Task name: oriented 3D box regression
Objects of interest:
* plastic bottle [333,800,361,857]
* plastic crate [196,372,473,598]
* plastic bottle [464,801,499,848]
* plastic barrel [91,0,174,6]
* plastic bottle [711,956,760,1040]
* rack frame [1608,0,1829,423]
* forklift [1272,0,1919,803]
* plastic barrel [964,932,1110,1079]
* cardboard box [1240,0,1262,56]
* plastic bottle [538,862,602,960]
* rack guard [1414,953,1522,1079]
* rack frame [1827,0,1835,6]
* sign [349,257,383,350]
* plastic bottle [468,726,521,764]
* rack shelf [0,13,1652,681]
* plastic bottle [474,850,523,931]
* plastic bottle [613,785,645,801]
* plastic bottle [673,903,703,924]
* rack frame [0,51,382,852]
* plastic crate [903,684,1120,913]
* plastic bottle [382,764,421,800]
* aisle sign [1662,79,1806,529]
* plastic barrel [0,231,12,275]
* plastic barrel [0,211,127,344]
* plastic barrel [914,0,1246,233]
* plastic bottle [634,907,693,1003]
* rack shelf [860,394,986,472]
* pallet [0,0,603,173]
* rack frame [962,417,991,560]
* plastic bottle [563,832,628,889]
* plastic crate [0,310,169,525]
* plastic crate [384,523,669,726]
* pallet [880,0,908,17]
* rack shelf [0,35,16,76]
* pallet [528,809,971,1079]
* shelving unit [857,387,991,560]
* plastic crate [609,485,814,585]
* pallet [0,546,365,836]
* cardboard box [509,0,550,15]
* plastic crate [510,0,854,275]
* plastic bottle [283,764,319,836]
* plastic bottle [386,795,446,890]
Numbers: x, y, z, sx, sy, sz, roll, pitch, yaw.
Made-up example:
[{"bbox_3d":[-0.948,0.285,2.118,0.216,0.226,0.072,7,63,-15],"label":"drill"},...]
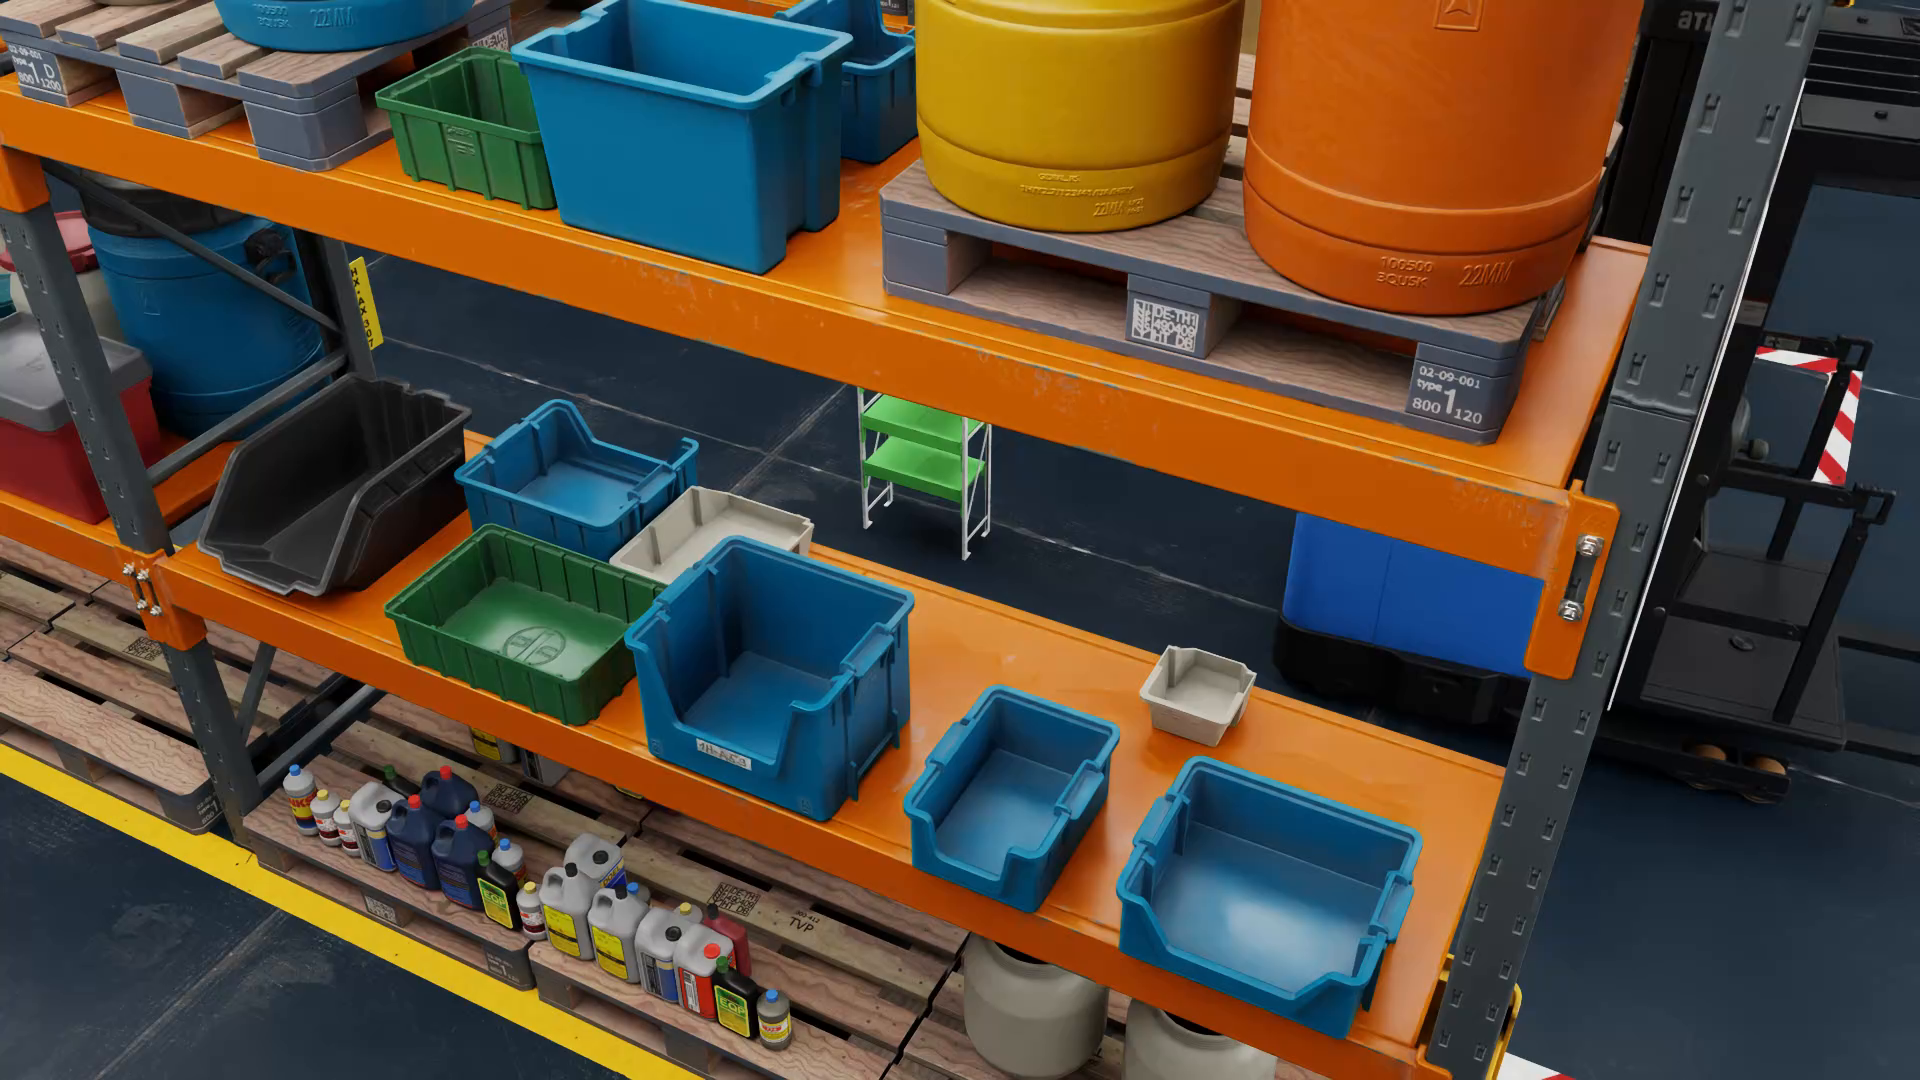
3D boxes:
[{"bbox_3d":[-2.003,0.939,5.482,0.097,0.201,0.097,0,37,0],"label":"plastic bottle"},{"bbox_3d":[-1.859,-0.142,5.007,0.504,0.338,0.767,17,41,21],"label":"plastic crate"},{"bbox_3d":[-1.555,0.954,5.405,0.097,0.271,0.097,0,37,0],"label":"plastic bottle"},{"bbox_3d":[-1.973,-1.562,3.906,0.421,0.512,0.421,0,37,0],"label":"plastic barrel"},{"bbox_3d":[-0.658,1.341,4.886,0.133,0.283,0.061,18,41,23],"label":"plastic bottle"},{"bbox_3d":[1.287,-1.658,1.991,0.127,3.000,1.000,17,41,21],"label":"rack frame"},{"bbox_3d":[2.794,-0.583,5.594,3.031,2.935,1.130,12,39,16],"label":"forklift"},{"bbox_3d":[0.222,1.274,4.801,0.421,0.512,0.421,0,37,0],"label":"plastic barrel"},{"bbox_3d":[1.727,-2.635,7.912,0.500,0.500,0.875,17,41,21],"label":"cardboard box"},{"bbox_3d":[-1.194,1.117,5.124,0.185,0.351,0.144,17,40,21],"label":"plastic bottle"},{"bbox_3d":[1.198,1.732,4.555,0.348,0.500,1.175,17,41,21],"label":"rack guard"},{"bbox_3d":[5.935,-4.562,10.779,0.127,3.000,1.000,17,41,21],"label":"rack frame"},{"bbox_3d":[-2.002,-0.783,5.572,0.005,0.325,0.100,17,41,21],"label":"sign"},{"bbox_3d":[-1.627,0.601,5.804,0.185,0.351,0.144,17,41,21],"label":"plastic bottle"},{"bbox_3d":[-0.489,-0.733,3.848,4.000,0.370,1.077,17,41,21],"label":"rack shelf"},{"bbox_3d":[-1.444,1.094,5.210,0.133,0.283,0.061,19,41,23],"label":"plastic bottle"},{"bbox_3d":[-1.128,0.756,5.656,0.133,0.283,0.061,17,41,21],"label":"plastic bottle"},{"bbox_3d":[-0.839,1.200,5.138,0.097,0.201,0.097,0,37,0],"label":"plastic bottle"},{"bbox_3d":[-2.265,-0.380,5.270,0.127,3.000,1.000,17,41,21],"label":"rack frame"},{"bbox_3d":[0.131,0.629,4.064,0.408,0.251,0.499,17,41,21],"label":"plastic crate"},{"bbox_3d":[-1.836,0.868,5.508,0.133,0.283,0.061,17,41,21],"label":"plastic bottle"},{"bbox_3d":[1.485,-0.441,3.200,0.004,0.787,0.394,17,41,21],"label":"aisle sign"},{"bbox_3d":[-3.665,-1.022,6.003,0.433,0.535,0.433,0,37,0],"label":"plastic barrel"},{"bbox_3d":[-3.014,-0.818,5.735,0.433,0.535,0.433,0,37,0],"label":"plastic barrel"},{"bbox_3d":[0.216,-0.954,3.042,0.600,0.588,0.600,0,37,0],"label":"plastic barrel"},{"bbox_3d":[-0.880,1.243,5.021,0.135,0.276,0.152,16,40,20],"label":"plastic bottle"},{"bbox_3d":[-0.147,-0.473,6.987,0.480,0.148,0.258,17,41,21],"label":"rack shelf"},{"bbox_3d":[-1.580,-1.352,4.225,1.003,0.211,1.213,17,41,21],"label":"pallet"},{"bbox_3d":[0.070,-0.456,6.858,0.015,1.200,0.240,17,41,21],"label":"rack frame"},{"bbox_3d":[-1.148,1.061,5.261,0.135,0.276,0.152,17,41,21],"label":"plastic bottle"},{"bbox_3d":[-2.836,-0.376,5.212,0.583,0.464,0.402,17,41,21],"label":"plastic crate"},{"bbox_3d":[-1.190,0.233,4.637,0.662,0.188,0.450,17,41,21],"label":"plastic crate"},{"bbox_3d":[-0.599,-3.254,9.214,1.213,0.211,1.003,17,41,21],"label":"pallet"},{"bbox_3d":[-4.041,-1.845,5.313,4.000,0.370,1.077,17,41,21],"label":"rack shelf"},{"bbox_3d":[-0.601,1.278,5.392,1.213,0.211,1.003,17,41,21],"label":"pallet"},{"bbox_3d":[-0.147,-0.524,6.948,0.503,1.200,0.258,17,41,21],"label":"shelving unit"},{"bbox_3d":[-0.707,0.040,4.934,0.437,0.136,0.530,17,41,21],"label":"plastic crate"},{"bbox_3d":[-2.980,0.533,6.374,1.213,0.211,1.003,17,41,21],"label":"pallet"},{"bbox_3d":[-2.455,-3.318,10.223,0.500,0.250,0.500,22,42,26],"label":"cardboard box"},{"bbox_3d":[-0.545,-0.825,3.388,0.575,0.384,0.392,17,41,21],"label":"plastic crate"},{"bbox_3d":[-2.184,0.855,5.535,0.097,0.271,0.097,0,37,0],"label":"plastic bottle"},{"bbox_3d":[-1.739,0.947,5.349,0.185,0.351,0.144,18,41,23],"label":"plastic bottle"}]
